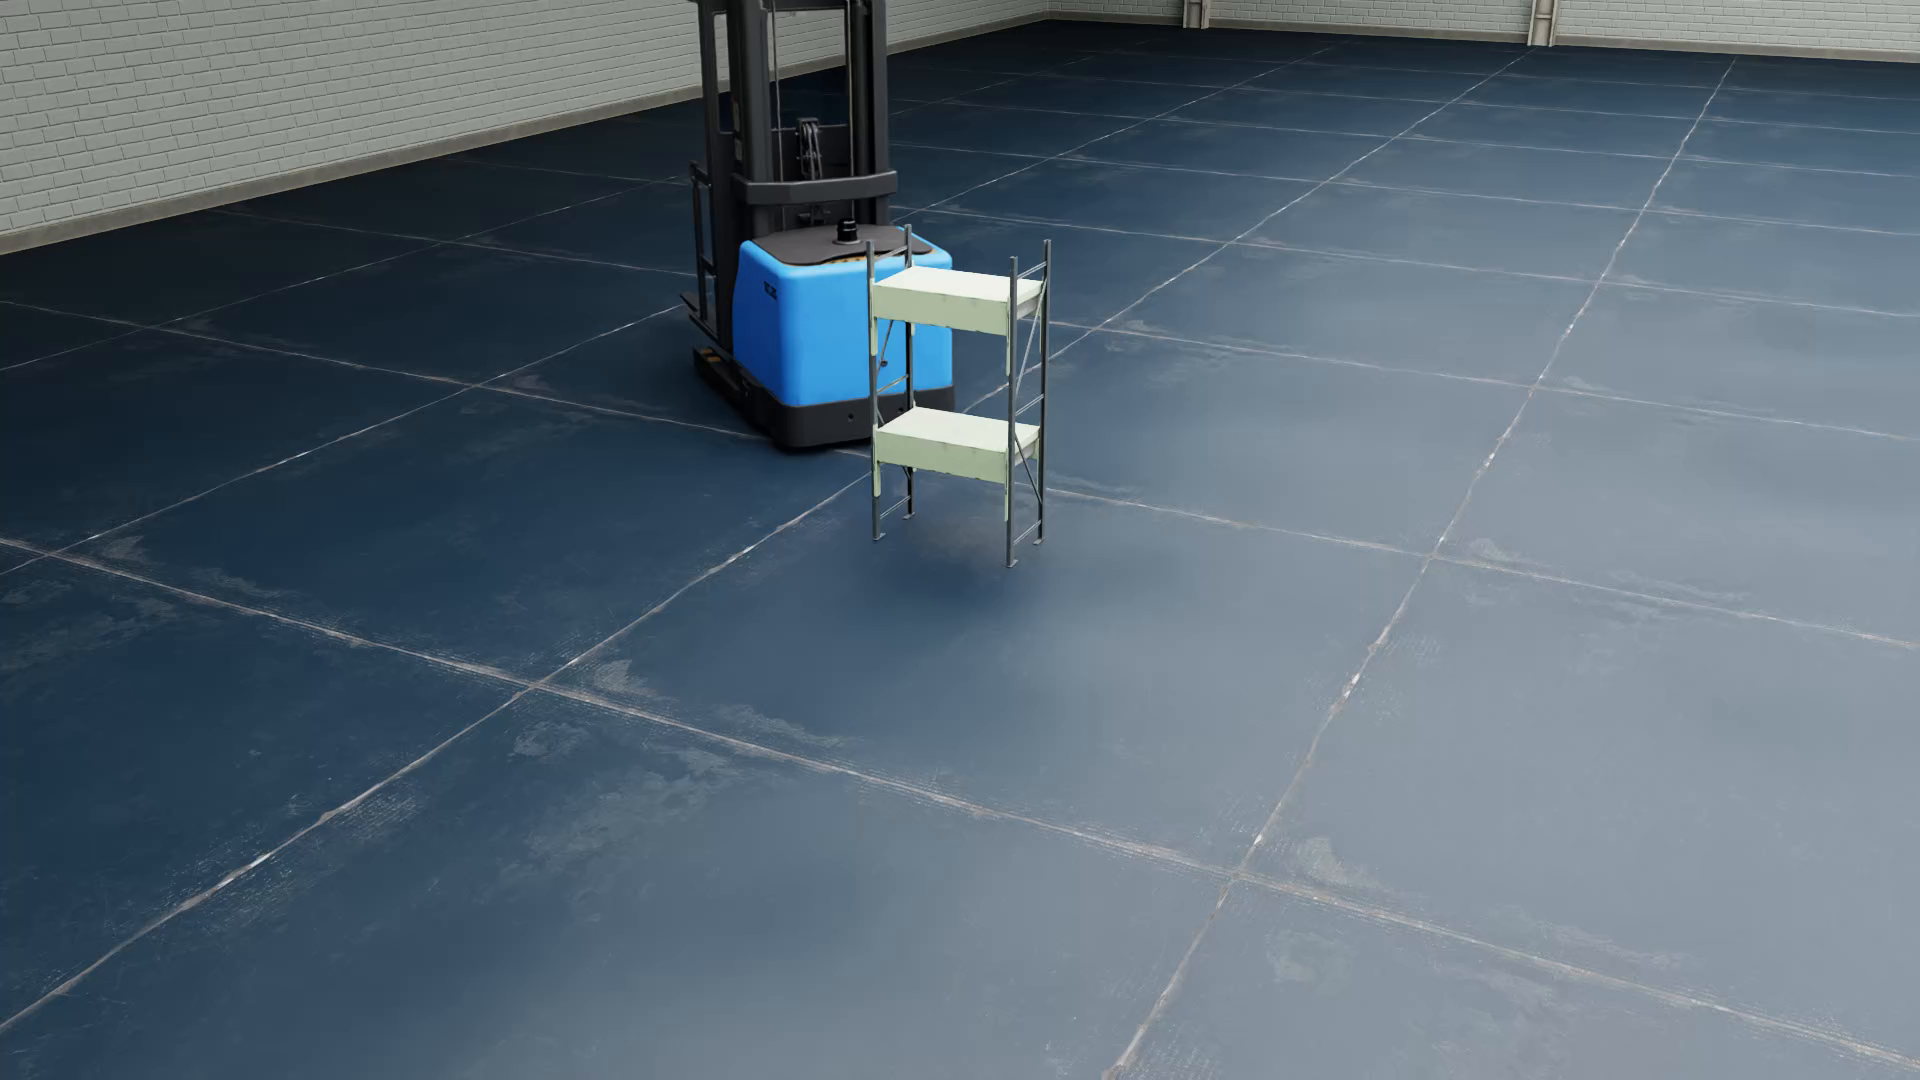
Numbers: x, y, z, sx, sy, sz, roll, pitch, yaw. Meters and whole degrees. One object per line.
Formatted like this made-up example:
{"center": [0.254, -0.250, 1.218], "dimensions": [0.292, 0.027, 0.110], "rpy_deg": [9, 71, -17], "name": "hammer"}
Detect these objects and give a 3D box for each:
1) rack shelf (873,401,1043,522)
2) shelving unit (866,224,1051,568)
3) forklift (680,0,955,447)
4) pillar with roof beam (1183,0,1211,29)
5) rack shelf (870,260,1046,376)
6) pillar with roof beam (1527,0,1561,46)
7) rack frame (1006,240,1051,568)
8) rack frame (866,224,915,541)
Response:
{"center": [-0.006, -0.391, 8.087], "dimensions": [0.720, 0.370, 0.431], "rpy_deg": [11, 25, 25], "name": "rack shelf"}
{"center": [-0.006, -0.691, 7.959], "dimensions": [0.755, 1.500, 0.431], "rpy_deg": [11, 25, 25], "name": "shelving unit"}
{"center": [-1.079, -2.412, 10.176], "dimensions": [1.130, 2.935, 3.031], "rpy_deg": [-10, 25, -21], "name": "forklift"}
{"center": [2.315, -11.891, 24.713], "dimensions": [0.400, 9.000, 9.100], "rpy_deg": [11, 25, 25], "name": "pillar with roof beam"}
{"center": [-0.006, -1.050, 7.807], "dimensions": [0.720, 0.370, 0.431], "rpy_deg": [11, 25, 25], "name": "rack shelf"}
{"center": [7.670, -10.832, 22.222], "dimensions": [0.400, 9.000, 9.100], "rpy_deg": [11, 25, 25], "name": "pillar with roof beam"}
{"center": [0.321, -0.627, 7.807], "dimensions": [0.023, 1.500, 0.400], "rpy_deg": [11, 25, 25], "name": "rack frame"}
{"center": [-0.333, -0.756, 8.111], "dimensions": [0.023, 1.500, 0.400], "rpy_deg": [11, 25, 25], "name": "rack frame"}
